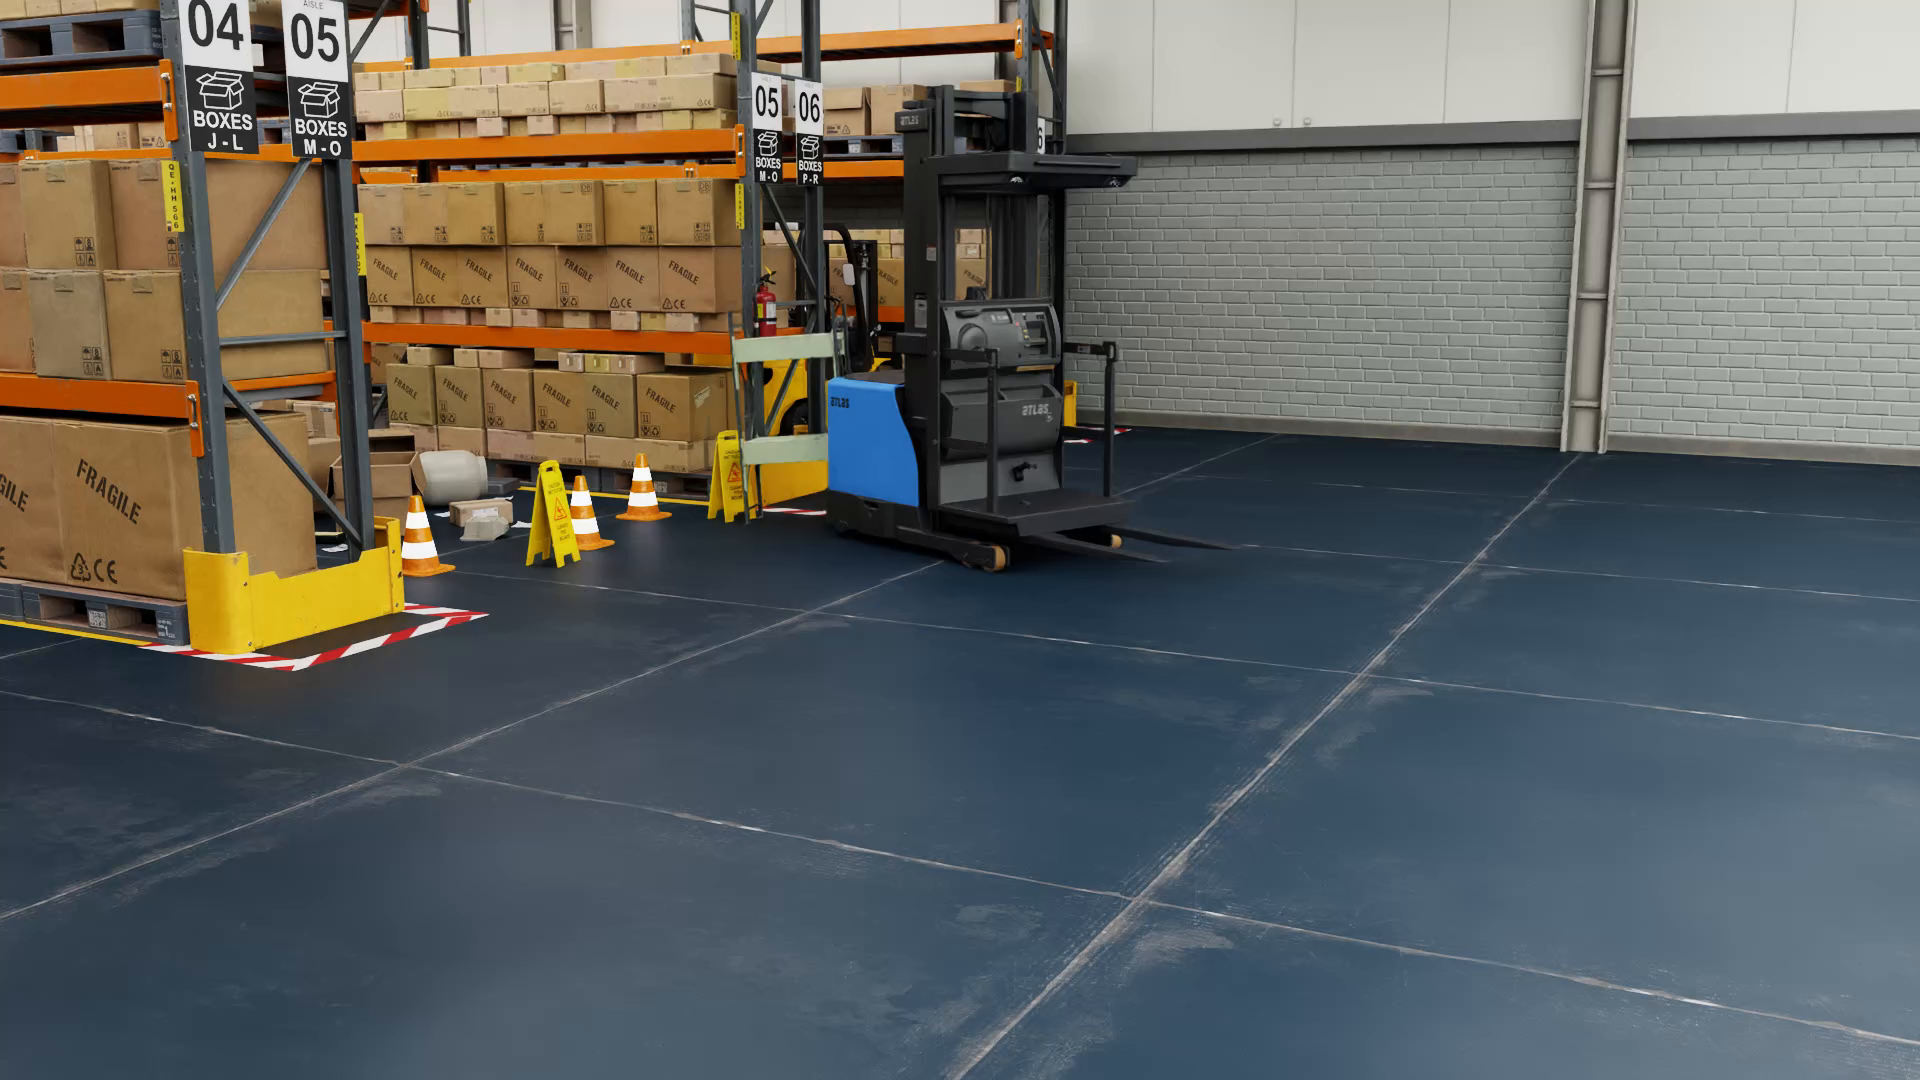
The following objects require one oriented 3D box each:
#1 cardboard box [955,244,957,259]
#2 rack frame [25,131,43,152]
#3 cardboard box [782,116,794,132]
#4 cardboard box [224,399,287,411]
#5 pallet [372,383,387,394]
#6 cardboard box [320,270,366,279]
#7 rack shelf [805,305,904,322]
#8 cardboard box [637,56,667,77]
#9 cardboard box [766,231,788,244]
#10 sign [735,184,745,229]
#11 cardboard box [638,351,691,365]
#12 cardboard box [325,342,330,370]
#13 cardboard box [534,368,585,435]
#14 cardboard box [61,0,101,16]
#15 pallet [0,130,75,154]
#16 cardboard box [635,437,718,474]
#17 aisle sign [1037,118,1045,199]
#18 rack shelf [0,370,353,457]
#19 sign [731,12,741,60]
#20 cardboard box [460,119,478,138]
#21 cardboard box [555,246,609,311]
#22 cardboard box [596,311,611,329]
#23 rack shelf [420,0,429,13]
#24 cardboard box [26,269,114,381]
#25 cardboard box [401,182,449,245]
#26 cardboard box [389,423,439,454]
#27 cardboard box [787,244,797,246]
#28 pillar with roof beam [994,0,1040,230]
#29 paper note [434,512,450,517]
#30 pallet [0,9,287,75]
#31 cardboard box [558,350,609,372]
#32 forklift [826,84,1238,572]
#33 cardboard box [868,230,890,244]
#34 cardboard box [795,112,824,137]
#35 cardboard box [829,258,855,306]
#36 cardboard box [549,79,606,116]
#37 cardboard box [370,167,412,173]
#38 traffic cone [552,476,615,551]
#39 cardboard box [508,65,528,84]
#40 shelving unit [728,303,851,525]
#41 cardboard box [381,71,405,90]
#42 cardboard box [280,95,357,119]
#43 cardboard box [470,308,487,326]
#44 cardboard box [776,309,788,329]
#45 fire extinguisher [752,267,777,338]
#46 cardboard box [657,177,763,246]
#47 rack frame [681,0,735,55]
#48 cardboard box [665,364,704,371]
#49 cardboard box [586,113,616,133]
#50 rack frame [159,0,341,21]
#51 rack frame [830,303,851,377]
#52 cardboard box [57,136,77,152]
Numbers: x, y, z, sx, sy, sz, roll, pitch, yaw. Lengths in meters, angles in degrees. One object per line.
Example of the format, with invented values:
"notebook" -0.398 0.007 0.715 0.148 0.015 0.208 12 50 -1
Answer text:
"cardboard box" -0.046 -3.007 17.320 0.250 0.149 0.380 5 12 27
"rack frame" -8.530 -2.448 16.332 0.127 3.000 1.000 5 11 26
"cardboard box" -1.509 -3.248 13.035 0.250 0.149 0.380 5 11 26
"cardboard box" -5.704 -0.989 13.162 0.500 0.500 0.500 5 11 26
"pallet" -6.990 -1.934 21.321 1.213 0.211 1.003 5 11 26
"cardboard box" -5.459 -2.535 14.517 0.500 0.500 0.500 5 11 25
"rack shelf" -0.956 -2.414 18.166 4.000 0.370 1.077 5 11 26
"cardboard box" -2.241 -3.585 12.661 0.250 0.149 0.380 5 11 25
"cardboard box" -1.903 -3.306 18.139 0.250 0.149 0.380 5 12 27
"sign" -1.619 -2.456 12.237 0.005 0.325 0.100 5 11 26
"cardboard box" -3.223 -2.003 19.364 0.625 0.625 0.875 6 12 28
"cardboard box" -8.200 -2.336 21.556 0.500 0.500 0.500 5 11 24
"cardboard box" -3.109 -1.143 13.559 0.500 0.500 0.500 5 11 24
"cardboard box" -4.129 -2.619 8.102 0.250 0.149 0.380 5 11 26
"pallet" -9.131 -3.873 16.316 1.003 0.211 1.213 6 12 28
"cardboard box" -2.221 -0.694 13.182 0.500 0.250 0.500 5 11 26
"aisle sign" 0.766 -3.838 16.712 0.004 0.787 0.394 5 11 26
"rack shelf" -5.249 -0.822 9.372 4.000 0.370 1.077 5 11 26
"sign" -1.619 -3.642 12.022 0.005 0.325 0.100 5 11 26
"cardboard box" -3.849 -3.341 13.550 0.250 0.149 0.380 5 11 24
"cardboard box" -2.858 -2.092 13.250 0.500 0.500 0.500 5 11 26
"cardboard box" -2.694 -1.773 13.310 0.250 0.149 0.380 5 11 27
"rack shelf" -3.149 -4.571 13.250 4.000 0.370 1.077 5 11 26
"cardboard box" -4.311 -1.155 8.766 0.550 0.550 0.875 5 11 26
"cardboard box" -4.196 -2.707 13.842 0.500 0.500 0.700 5 11 26
"cardboard box" -4.533 -0.897 14.303 0.500 0.250 0.500 4 11 23
"cardboard box" -1.678 -3.138 18.046 0.250 0.149 0.380 5 11 25
"pillar with roof beam" -1.293 -5.074 13.996 0.400 9.000 9.100 5 11 26
"paper note" -3.780 -0.198 12.272 0.148 0.019 0.142 -10 14 -43
"pallet" -4.125 -2.508 8.492 1.213 0.211 1.003 5 11 26
"cardboard box" -3.008 -1.440 13.380 0.250 0.149 0.380 6 12 28
"forklift" 0.407 -1.345 10.434 1.130 2.935 3.031 -8 13 -39
"cardboard box" -0.766 -3.204 17.575 0.250 0.149 0.380 5 12 27
"cardboard box" -1.553 -4.426 17.757 0.258 0.266 0.396 5 11 24
"cardboard box" -1.097 -2.777 17.871 0.500 0.500 0.500 5 11 26
"cardboard box" -2.852 -3.443 12.996 0.500 0.250 0.500 5 12 27
"cardboard box" -6.905 -4.645 20.470 0.500 0.250 0.500 5 11 24
"traffic cone" -2.498 -0.193 10.996 0.334 0.463 0.336 5 11 26
"cardboard box" -3.374 -3.691 13.246 0.250 0.149 0.380 5 12 27
"shelving unit" -1.164 -0.895 11.790 0.755 1.500 0.431 -3 8 9
"cardboard box" -4.559 -3.785 13.762 0.250 0.149 0.380 5 12 28
"cardboard box" -5.531 -3.764 14.426 0.500 0.250 0.500 5 11 25
"cardboard box" -3.842 -1.864 13.813 0.250 0.149 0.380 5 11 26
"cardboard box" -1.569 -1.754 13.202 0.250 0.149 0.380 5 11 26
"fire extinguisher" -1.457 -1.697 12.400 0.183 0.674 0.296 5 11 26
"cardboard box" -1.910 -2.510 12.755 0.500 0.500 0.700 5 11 24
"rack frame" -2.750 -5.878 18.438 0.127 3.000 1.000 5 11 26
"cardboard box" -2.449 -1.190 13.819 0.500 0.500 0.500 5 11 24
"cardboard box" -2.702 -3.237 12.974 0.250 0.149 0.380 5 11 25
"rack frame" -3.455 -3.971 7.903 0.127 3.000 1.000 5 11 26
"rack frame" -0.803 -0.911 11.734 0.023 1.500 0.400 -3 8 9
"cardboard box" -8.323 -3.748 15.800 0.250 0.149 0.380 5 11 26
